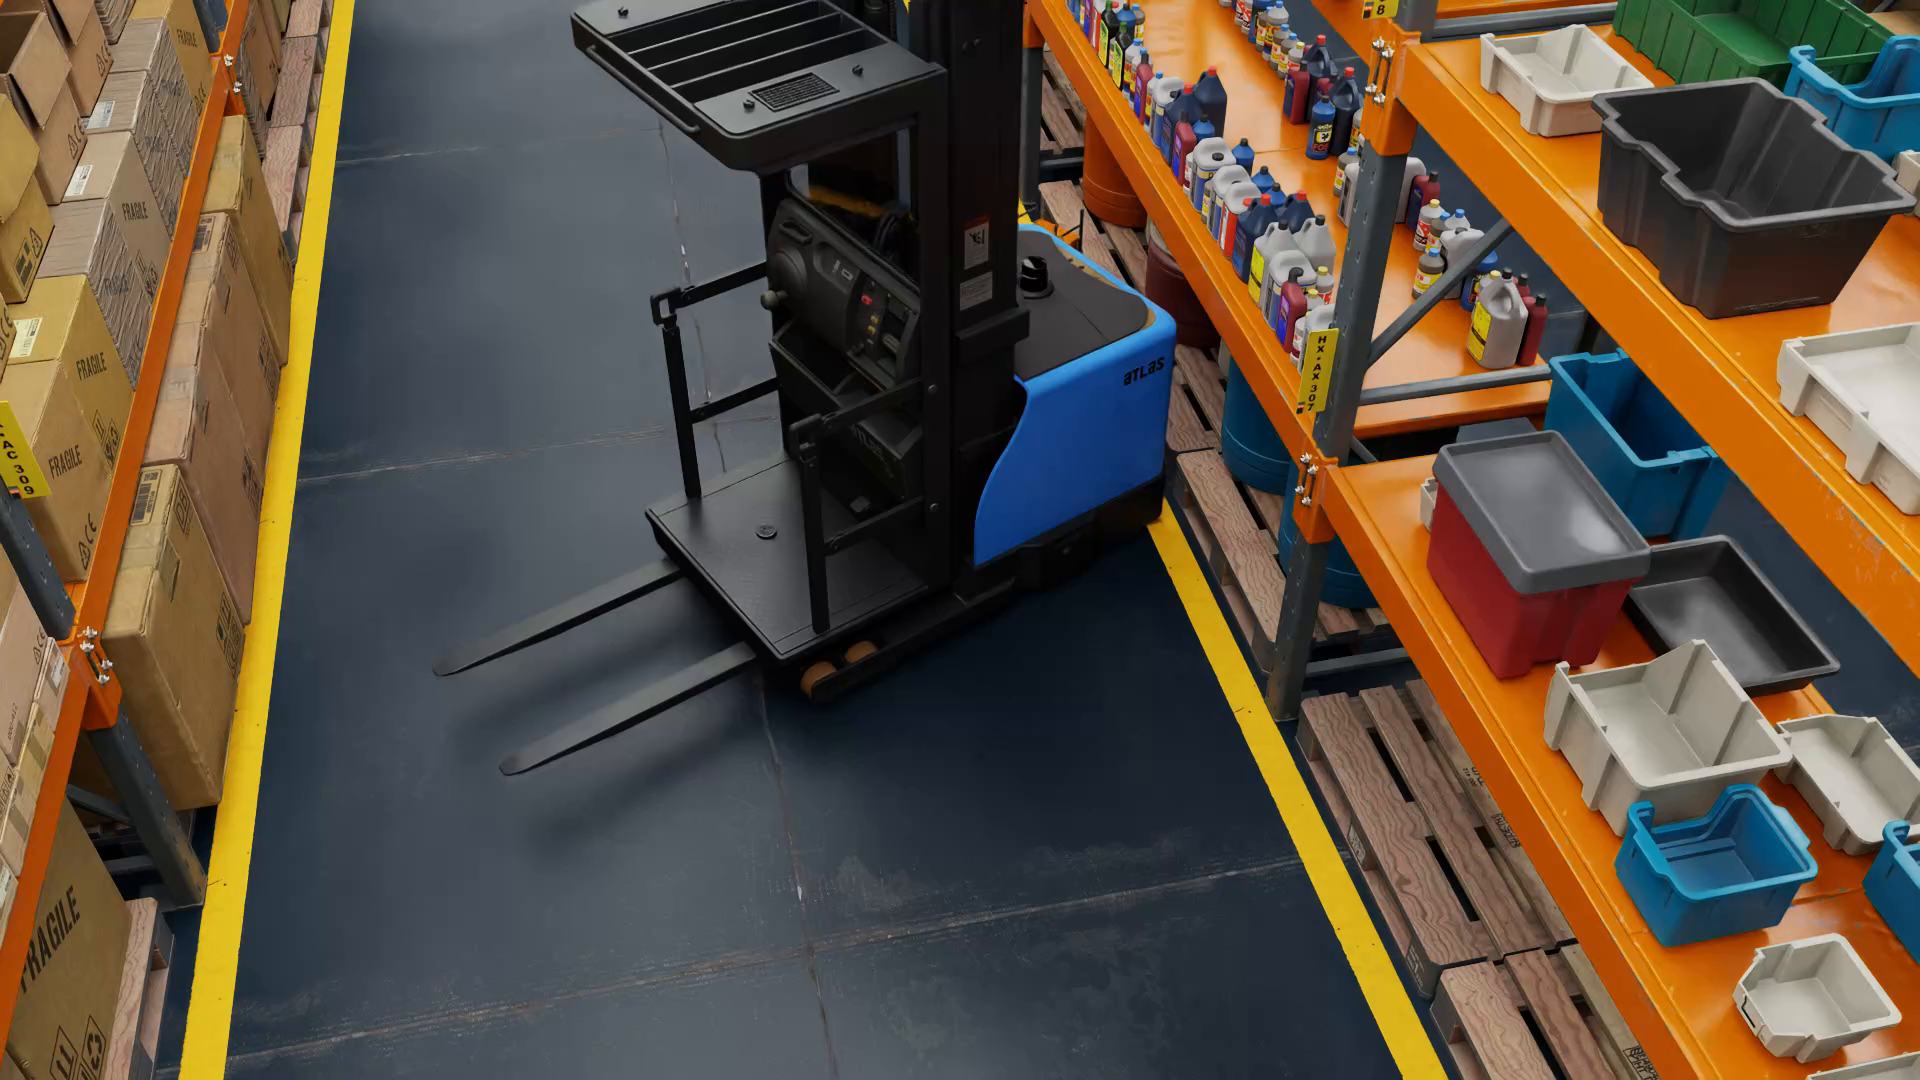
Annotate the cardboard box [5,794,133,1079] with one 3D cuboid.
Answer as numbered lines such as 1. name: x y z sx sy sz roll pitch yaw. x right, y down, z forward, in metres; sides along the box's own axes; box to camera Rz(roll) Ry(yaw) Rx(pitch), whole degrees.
1. cardboard box: -3.076 1.268 4.847 0.875 0.875 0.875 -8 42 -9

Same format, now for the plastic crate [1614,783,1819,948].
1. plastic crate: 1.865 0.820 4.148 0.416 0.233 0.300 -8 42 -9

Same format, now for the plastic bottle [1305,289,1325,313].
1. plastic bottle: 1.274 -0.820 6.064 0.097 0.201 0.097 0 42 0

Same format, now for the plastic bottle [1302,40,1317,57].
1. plastic bottle: 1.583 -2.126 7.474 0.061 0.283 0.133 -8 42 -9

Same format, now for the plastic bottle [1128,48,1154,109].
1. plastic bottle: 0.808 -2.059 7.407 0.097 0.271 0.097 0 42 0

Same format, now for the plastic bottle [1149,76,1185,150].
1. plastic bottle: 0.909 -1.840 7.156 0.152 0.276 0.135 -8 42 -9

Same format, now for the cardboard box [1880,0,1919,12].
1. cardboard box: 5.843 -3.539 10.310 0.500 0.311 0.500 -7 42 -8

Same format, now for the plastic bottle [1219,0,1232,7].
1. plastic bottle: 1.343 -2.759 8.248 0.097 0.201 0.097 0 42 0

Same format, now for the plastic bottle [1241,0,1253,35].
1. plastic bottle: 1.414 -2.546 8.009 0.097 0.201 0.097 0 42 0

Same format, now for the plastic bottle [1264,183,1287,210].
1. plastic bottle: 1.225 -1.274 6.522 0.097 0.271 0.097 0 42 0

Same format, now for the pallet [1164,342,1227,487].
1. pallet: 1.303 -0.775 7.964 1.003 0.211 1.213 -8 42 -9

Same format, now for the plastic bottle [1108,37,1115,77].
1. plastic bottle: 0.737 -2.245 7.669 0.097 0.201 0.097 0 42 0

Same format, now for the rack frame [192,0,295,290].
1. rack frame: -4.004 -2.402 7.696 1.000 3.000 0.127 -8 42 -9

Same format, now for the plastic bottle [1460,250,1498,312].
1. plastic bottle: 1.941 -0.991 6.204 0.097 0.271 0.097 0 42 0

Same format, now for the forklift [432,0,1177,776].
1. forklift: -0.604 -0.855 6.005 3.031 2.935 1.130 -26 48 -26

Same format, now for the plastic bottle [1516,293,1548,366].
1. plastic bottle: 2.033 -0.774 5.950 0.061 0.283 0.133 -8 42 -9

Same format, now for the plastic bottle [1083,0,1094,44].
1. plastic bottle: 0.636 -2.522 7.919 0.061 0.283 0.133 -8 42 -9

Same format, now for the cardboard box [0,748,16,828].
1. cardboard box: -2.675 0.719 4.069 0.500 0.250 0.500 -7 42 -8

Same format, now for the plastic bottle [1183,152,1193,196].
1. plastic bottle: 0.976 -1.526 6.860 0.097 0.201 0.097 0 42 0

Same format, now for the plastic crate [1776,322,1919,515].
1. plastic crate: 1.871 -0.253 3.215 0.437 0.136 0.530 -8 42 -9

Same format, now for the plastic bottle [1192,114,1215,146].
1. plastic bottle: 1.007 -1.648 6.944 0.097 0.271 0.097 0 42 0

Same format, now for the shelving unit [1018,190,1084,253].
1. shelving unit: 0.385 -1.067 7.661 0.252 1.050 0.215 31 50 30

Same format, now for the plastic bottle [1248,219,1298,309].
1. plastic bottle: 1.178 -1.049 6.210 0.144 0.351 0.185 -8 42 -9

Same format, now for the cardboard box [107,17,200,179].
1. cardboard box: -3.553 -1.831 6.978 0.500 0.500 0.500 -9 42 -10

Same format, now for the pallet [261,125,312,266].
1. pallet: -4.171 -1.866 9.193 1.003 0.211 1.213 -8 42 -9

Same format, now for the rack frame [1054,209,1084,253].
1. rack frame: 0.476 -1.013 7.601 0.008 1.050 0.200 31 50 30

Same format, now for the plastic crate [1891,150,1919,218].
1. plastic crate: 2.342 -0.772 3.799 0.293 0.136 0.466 -8 42 -9

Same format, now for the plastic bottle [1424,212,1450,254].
1. plastic bottle: 1.870 -1.179 6.468 0.097 0.201 0.097 0 42 0

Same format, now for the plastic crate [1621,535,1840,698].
1. plastic crate: 2.200 0.249 4.872 0.437 0.125 0.590 -8 42 -9

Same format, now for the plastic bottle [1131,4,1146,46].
1. plastic bottle: 0.828 -2.441 7.890 0.097 0.201 0.097 0 42 0

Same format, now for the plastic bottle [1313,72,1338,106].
1. plastic bottle: 1.592 -1.911 7.231 0.061 0.283 0.133 -8 42 -9

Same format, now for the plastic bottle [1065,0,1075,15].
1. plastic bottle: 0.610 -2.739 8.169 0.152 0.276 0.135 -8 42 -9

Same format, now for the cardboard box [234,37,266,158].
1. cardboard box: -4.300 -2.421 9.269 0.700 0.500 0.500 -12 43 -13

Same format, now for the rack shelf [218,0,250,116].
1. rack shelf: -4.436 -3.429 9.396 1.077 0.370 4.000 -8 42 -9

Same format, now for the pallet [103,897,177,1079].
1. pallet: -3.053 1.738 5.133 1.003 0.211 1.213 -8 42 -9

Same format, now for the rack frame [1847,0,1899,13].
1. rack frame: 5.670 -3.819 9.293 1.000 3.000 0.127 -8 42 -9

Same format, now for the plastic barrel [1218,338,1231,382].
1. plastic barrel: 1.407 -0.938 7.605 0.421 0.512 0.421 0 42 0

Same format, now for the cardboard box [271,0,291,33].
1. cardboard box: -4.671 -3.512 10.498 0.700 0.500 0.500 -9 42 -10

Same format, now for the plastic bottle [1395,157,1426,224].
1. plastic bottle: 1.768 -1.427 6.692 0.152 0.276 0.135 -8 42 -9

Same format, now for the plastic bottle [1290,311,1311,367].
1. plastic bottle: 1.243 -0.725 5.957 0.097 0.201 0.097 0 42 0

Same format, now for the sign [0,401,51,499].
1. sign: -2.599 -0.243 4.553 0.100 0.325 0.005 -8 42 -9

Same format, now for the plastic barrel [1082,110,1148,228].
1. plastic barrel: 0.955 -2.143 8.723 0.600 0.830 0.708 -8 42 -9

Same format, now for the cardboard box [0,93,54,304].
1. cardboard box: -3.423 -1.081 5.377 0.797 0.503 0.637 -8 42 -9

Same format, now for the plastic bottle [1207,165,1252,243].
1. plastic bottle: 1.078 -1.333 6.585 0.152 0.276 0.135 -8 42 -9

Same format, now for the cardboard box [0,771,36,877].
1. cardboard box: -2.644 0.769 4.314 0.380 0.149 0.250 -9 42 -10

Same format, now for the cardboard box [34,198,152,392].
1. cardboard box: -3.213 -0.831 5.851 0.500 0.500 0.500 -9 42 -10

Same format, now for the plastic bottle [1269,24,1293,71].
1. plastic bottle: 1.498 -2.294 7.724 0.097 0.201 0.097 0 42 0

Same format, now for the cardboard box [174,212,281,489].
1. cardboard box: -3.690 -0.735 7.103 1.225 0.875 0.875 -8 42 -9

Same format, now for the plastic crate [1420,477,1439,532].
1. plastic crate: 1.657 -0.121 5.280 0.396 0.136 0.243 -8 42 -9

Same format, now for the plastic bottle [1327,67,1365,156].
1. plastic bottle: 1.645 -1.836 7.096 0.144 0.351 0.185 -8 42 -9

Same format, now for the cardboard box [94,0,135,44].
1. cardboard box: -3.862 -2.338 6.794 0.797 0.503 0.637 -7 42 -8

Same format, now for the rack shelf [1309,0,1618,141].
1. rack shelf: 1.264 -2.668 6.279 1.077 0.370 4.000 -8 42 -9

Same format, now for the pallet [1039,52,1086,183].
1. pallet: 0.703 -2.577 9.994 1.003 0.211 1.213 -8 42 -9

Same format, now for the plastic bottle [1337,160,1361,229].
1. plastic bottle: 1.619 -1.406 6.667 0.152 0.276 0.135 -8 42 -9
